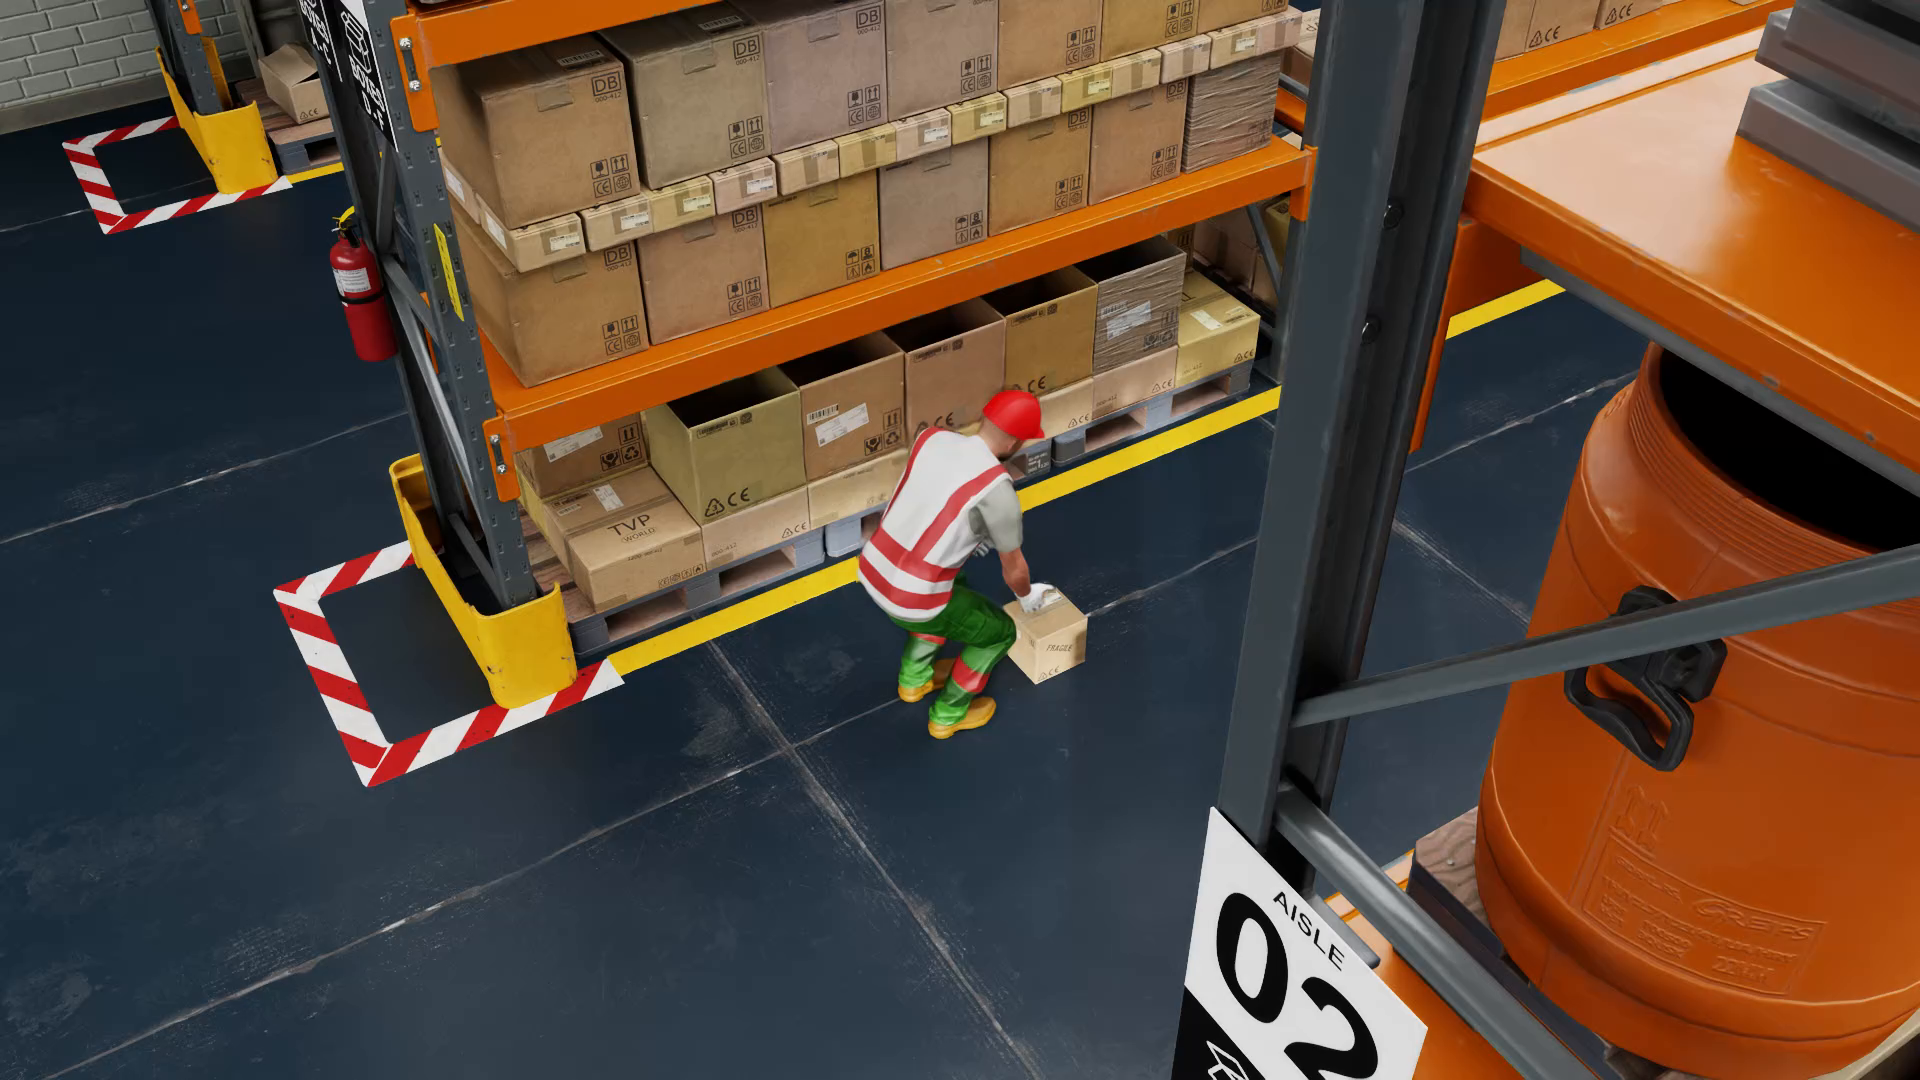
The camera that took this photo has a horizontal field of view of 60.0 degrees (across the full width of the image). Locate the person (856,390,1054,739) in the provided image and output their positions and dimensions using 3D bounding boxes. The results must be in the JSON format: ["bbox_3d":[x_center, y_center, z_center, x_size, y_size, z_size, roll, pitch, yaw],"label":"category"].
[{"bbox_3d":[-0.024,0.087,6.352,0.782,1.381,0.584,-22,45,-24],"label":"person"}]
